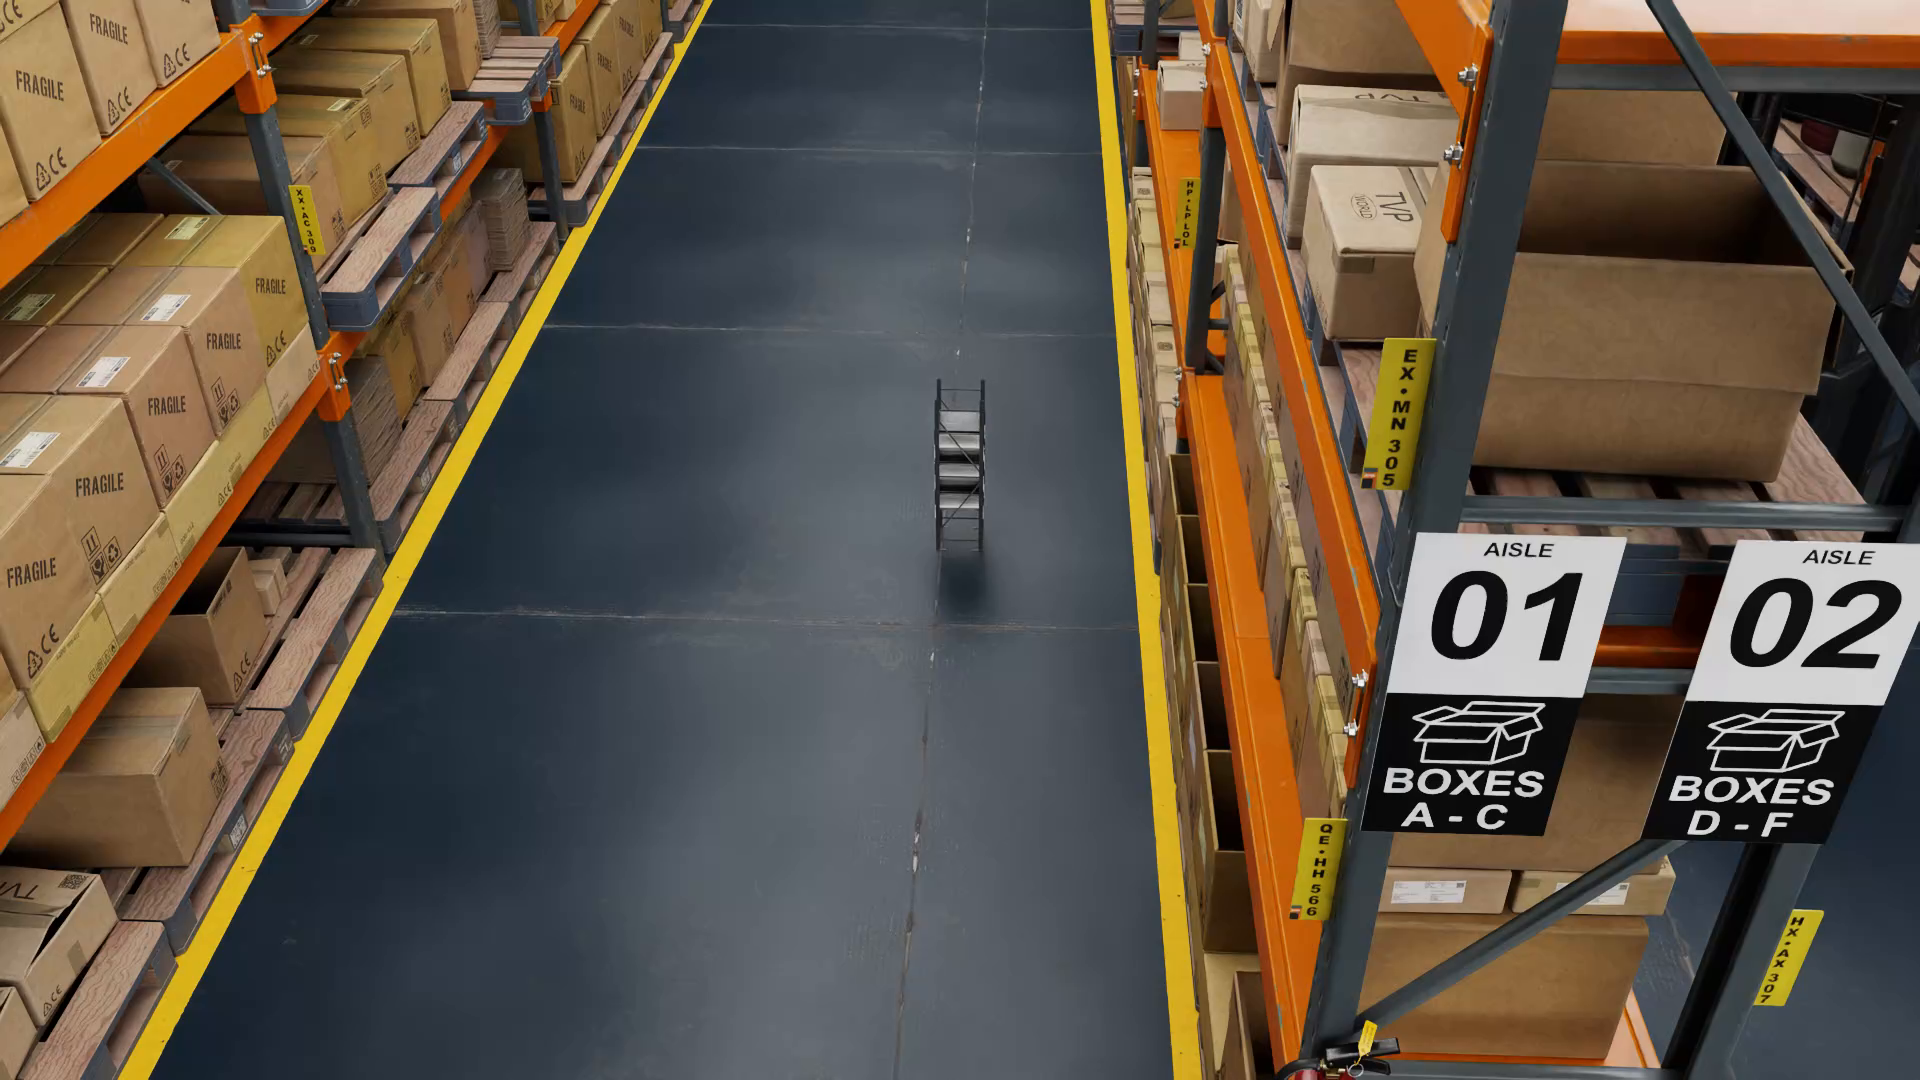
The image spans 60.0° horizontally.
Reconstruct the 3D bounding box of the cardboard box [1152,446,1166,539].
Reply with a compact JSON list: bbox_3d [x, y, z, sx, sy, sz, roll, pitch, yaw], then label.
[{"bbox_3d":[1.249,-0.244,8.460,0.500,0.250,0.500,1,35,1],"label":"cardboard box"}]

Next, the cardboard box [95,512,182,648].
[{"bbox_3d":[-3.196,0.133,6.011,0.500,0.250,0.500,2,35,2],"label":"cardboard box"}]

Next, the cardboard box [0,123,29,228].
[{"bbox_3d":[-3.250,-1.143,5.000,0.500,0.500,0.500,3,35,5],"label":"cardboard box"}]

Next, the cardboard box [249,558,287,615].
[{"bbox_3d":[-3.419,0.223,7.851,0.380,0.166,0.250,-3,35,-4],"label":"cardboard box"}]

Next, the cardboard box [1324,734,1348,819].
[{"bbox_3d":[1.196,0.666,4.489,0.380,0.149,0.250,2,35,3],"label":"cardboard box"}]

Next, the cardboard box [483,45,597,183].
[{"bbox_3d":[-3.106,-3.074,11.965,0.750,0.750,0.750,1,35,1],"label":"cardboard box"}]

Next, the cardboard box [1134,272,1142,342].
[{"bbox_3d":[1.334,-1.415,10.126,0.500,0.250,0.500,0,35,1],"label":"cardboard box"}]

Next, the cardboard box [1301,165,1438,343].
[{"bbox_3d":[1.145,-0.716,4.141,0.500,0.250,0.500,1,35,2],"label":"cardboard box"}]

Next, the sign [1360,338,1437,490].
[{"bbox_3d":[0.820,-0.231,3.106,0.100,0.325,0.005,1,35,2],"label":"sign"}]

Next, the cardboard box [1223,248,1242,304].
[{"bbox_3d":[1.318,-1.108,7.013,0.380,0.149,0.250,1,35,2],"label":"cardboard box"}]

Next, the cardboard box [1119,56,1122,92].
[{"bbox_3d":[1.543,-3.839,13.341,0.500,0.500,0.500,2,35,2],"label":"cardboard box"}]

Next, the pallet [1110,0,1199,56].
[{"bbox_3d":[1.640,-3.562,11.323,1.213,0.211,1.003,1,35,2],"label":"pallet"}]

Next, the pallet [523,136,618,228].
[{"bbox_3d":[-3.160,-2.672,12.315,1.003,0.211,1.213,1,35,2],"label":"pallet"}]

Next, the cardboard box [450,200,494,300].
[{"bbox_3d":[-3.380,-1.811,10.456,0.700,0.500,0.500,1,35,2],"label":"cardboard box"}]

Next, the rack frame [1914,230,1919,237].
[{"bbox_3d":[6.632,-3.133,10.545,1.000,3.000,0.127,1,35,2],"label":"rack frame"}]

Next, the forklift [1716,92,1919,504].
[{"bbox_3d":[4.125,-1.229,7.895,3.031,2.935,1.130,-25,42,-31],"label":"forklift"}]

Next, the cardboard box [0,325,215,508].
[{"bbox_3d":[-3.183,-0.463,6.207,0.500,0.500,0.500,0,35,1],"label":"cardboard box"}]

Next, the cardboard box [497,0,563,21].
[{"bbox_3d":[-2.992,-3.806,11.140,0.500,0.500,0.500,2,35,3],"label":"cardboard box"}]

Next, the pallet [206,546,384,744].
[{"bbox_3d":[-3.419,0.464,7.853,1.003,0.211,1.213,1,35,2],"label":"pallet"}]

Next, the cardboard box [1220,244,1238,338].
[{"bbox_3d":[1.499,-1.174,7.888,0.500,0.250,0.500,3,35,5],"label":"cardboard box"}]

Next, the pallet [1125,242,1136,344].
[{"bbox_3d":[1.611,-1.637,10.841,1.003,0.211,1.213,1,35,2],"label":"pallet"}]

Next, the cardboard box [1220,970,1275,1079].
[{"bbox_3d":[1.086,1.678,5.074,0.500,0.500,0.500,1,35,2],"label":"cardboard box"}]

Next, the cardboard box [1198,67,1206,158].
[{"bbox_3d":[1.632,-2.326,9.310,0.500,0.500,0.500,0,35,-1],"label":"cardboard box"}]

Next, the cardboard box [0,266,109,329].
[{"bbox_3d":[-3.680,-0.755,6.623,0.500,0.500,0.500,1,35,2],"label":"cardboard box"}]

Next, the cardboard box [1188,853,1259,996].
[{"bbox_3d":[1.114,1.410,6.107,0.500,0.250,0.500,1,35,2],"label":"cardboard box"}]

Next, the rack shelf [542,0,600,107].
[{"bbox_3d":[-3.186,-4.217,12.713,1.077,0.370,4.000,1,35,2],"label":"rack shelf"}]

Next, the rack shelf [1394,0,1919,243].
[{"bbox_3d":[1.442,-1.799,4.403,1.077,0.370,4.000,1,35,2],"label":"rack shelf"}]

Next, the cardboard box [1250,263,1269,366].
[{"bbox_3d":[1.492,-0.978,6.263,0.700,0.500,0.500,1,35,2],"label":"cardboard box"}]

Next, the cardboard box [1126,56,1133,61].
[{"bbox_3d":[1.521,-3.877,12.743,0.500,0.250,0.500,1,35,1],"label":"cardboard box"}]

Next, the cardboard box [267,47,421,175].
[{"bbox_3d":[-3.348,-2.276,8.857,0.700,0.500,0.500,6,36,8],"label":"cardboard box"}]

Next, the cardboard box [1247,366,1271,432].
[{"bbox_3d":[1.278,-0.521,6.177,0.380,0.149,0.250,0,35,0],"label":"cardboard box"}]

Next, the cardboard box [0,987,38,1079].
[{"bbox_3d":[-3.470,1.759,5.540,0.500,0.311,0.500,-2,35,-3],"label":"cardboard box"}]

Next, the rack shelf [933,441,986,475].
[{"bbox_3d":[0.000,-0.419,8.411,0.258,0.077,0.200,1,35,2],"label":"rack shelf"}]

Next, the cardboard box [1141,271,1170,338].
[{"bbox_3d":[1.313,-1.342,9.534,0.500,0.311,0.500,1,35,1],"label":"cardboard box"}]

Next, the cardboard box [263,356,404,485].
[{"bbox_3d":[-3.414,-0.645,8.795,0.700,0.500,0.500,2,35,3],"label":"cardboard box"}]

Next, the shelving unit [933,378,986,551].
[{"bbox_3d":[0.000,-0.373,8.444,0.258,0.900,0.210,1,35,2],"label":"shelving unit"}]

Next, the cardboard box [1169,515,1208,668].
[{"bbox_3d":[1.179,0.241,7.118,0.500,0.500,0.500,1,35,2],"label":"cardboard box"}]

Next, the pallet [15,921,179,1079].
[{"bbox_3d":[-3.517,1.865,5.858,1.003,0.211,1.213,1,35,2],"label":"pallet"}]

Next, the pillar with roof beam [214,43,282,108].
[{"bbox_3d":[0.118,-4.990,7.970,9.100,9.000,0.400,1,35,2],"label":"pillar with roof beam"}]

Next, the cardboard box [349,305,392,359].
[{"bbox_3d":[-3.400,-1.204,8.940,0.500,0.250,0.500,1,35,1],"label":"cardboard box"}]

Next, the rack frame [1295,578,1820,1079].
[{"bbox_3d":[1.362,1.346,4.171,1.000,3.000,0.127,1,35,2],"label":"rack frame"}]

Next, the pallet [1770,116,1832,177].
[{"bbox_3d":[6.674,-3.145,12.988,1.003,0.211,1.213,1,35,2],"label":"pallet"}]

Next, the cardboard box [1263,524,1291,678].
[{"bbox_3d":[1.453,0.148,5.789,0.700,0.500,0.500,2,35,3],"label":"cardboard box"}]

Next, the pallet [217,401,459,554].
[{"bbox_3d":[-3.398,-0.370,9.039,1.003,0.211,1.213,1,35,2],"label":"pallet"}]

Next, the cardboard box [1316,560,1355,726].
[{"bbox_3d":[1.411,0.174,4.624,0.700,0.500,0.500,0,35,1],"label":"cardboard box"}]

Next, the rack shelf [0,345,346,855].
[{"bbox_3d":[-3.508,0.379,6.173,1.077,0.370,4.000,1,35,2],"label":"rack shelf"}]

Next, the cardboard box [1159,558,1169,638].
[{"bbox_3d":[1.201,0.261,7.742,0.500,0.250,0.500,1,35,2],"label":"cardboard box"}]

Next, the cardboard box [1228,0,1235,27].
[{"bbox_3d":[1.239,-2.166,5.986,0.500,0.500,0.500,4,35,6],"label":"cardboard box"}]

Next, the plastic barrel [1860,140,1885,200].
[{"bbox_3d":[6.635,-2.699,11.449,0.600,0.830,0.708,1,35,2],"label":"plastic barrel"}]

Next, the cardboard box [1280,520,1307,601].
[{"bbox_3d":[1.237,0.072,5.333,0.380,0.149,0.250,2,35,3],"label":"cardboard box"}]

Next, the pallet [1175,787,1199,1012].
[{"bbox_3d":[1.402,1.348,6.594,1.003,0.211,1.213,1,35,2],"label":"pallet"}]

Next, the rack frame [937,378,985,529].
[{"bbox_3d":[0.004,-0.431,8.527,0.240,0.900,0.006,1,35,2],"label":"rack frame"}]
